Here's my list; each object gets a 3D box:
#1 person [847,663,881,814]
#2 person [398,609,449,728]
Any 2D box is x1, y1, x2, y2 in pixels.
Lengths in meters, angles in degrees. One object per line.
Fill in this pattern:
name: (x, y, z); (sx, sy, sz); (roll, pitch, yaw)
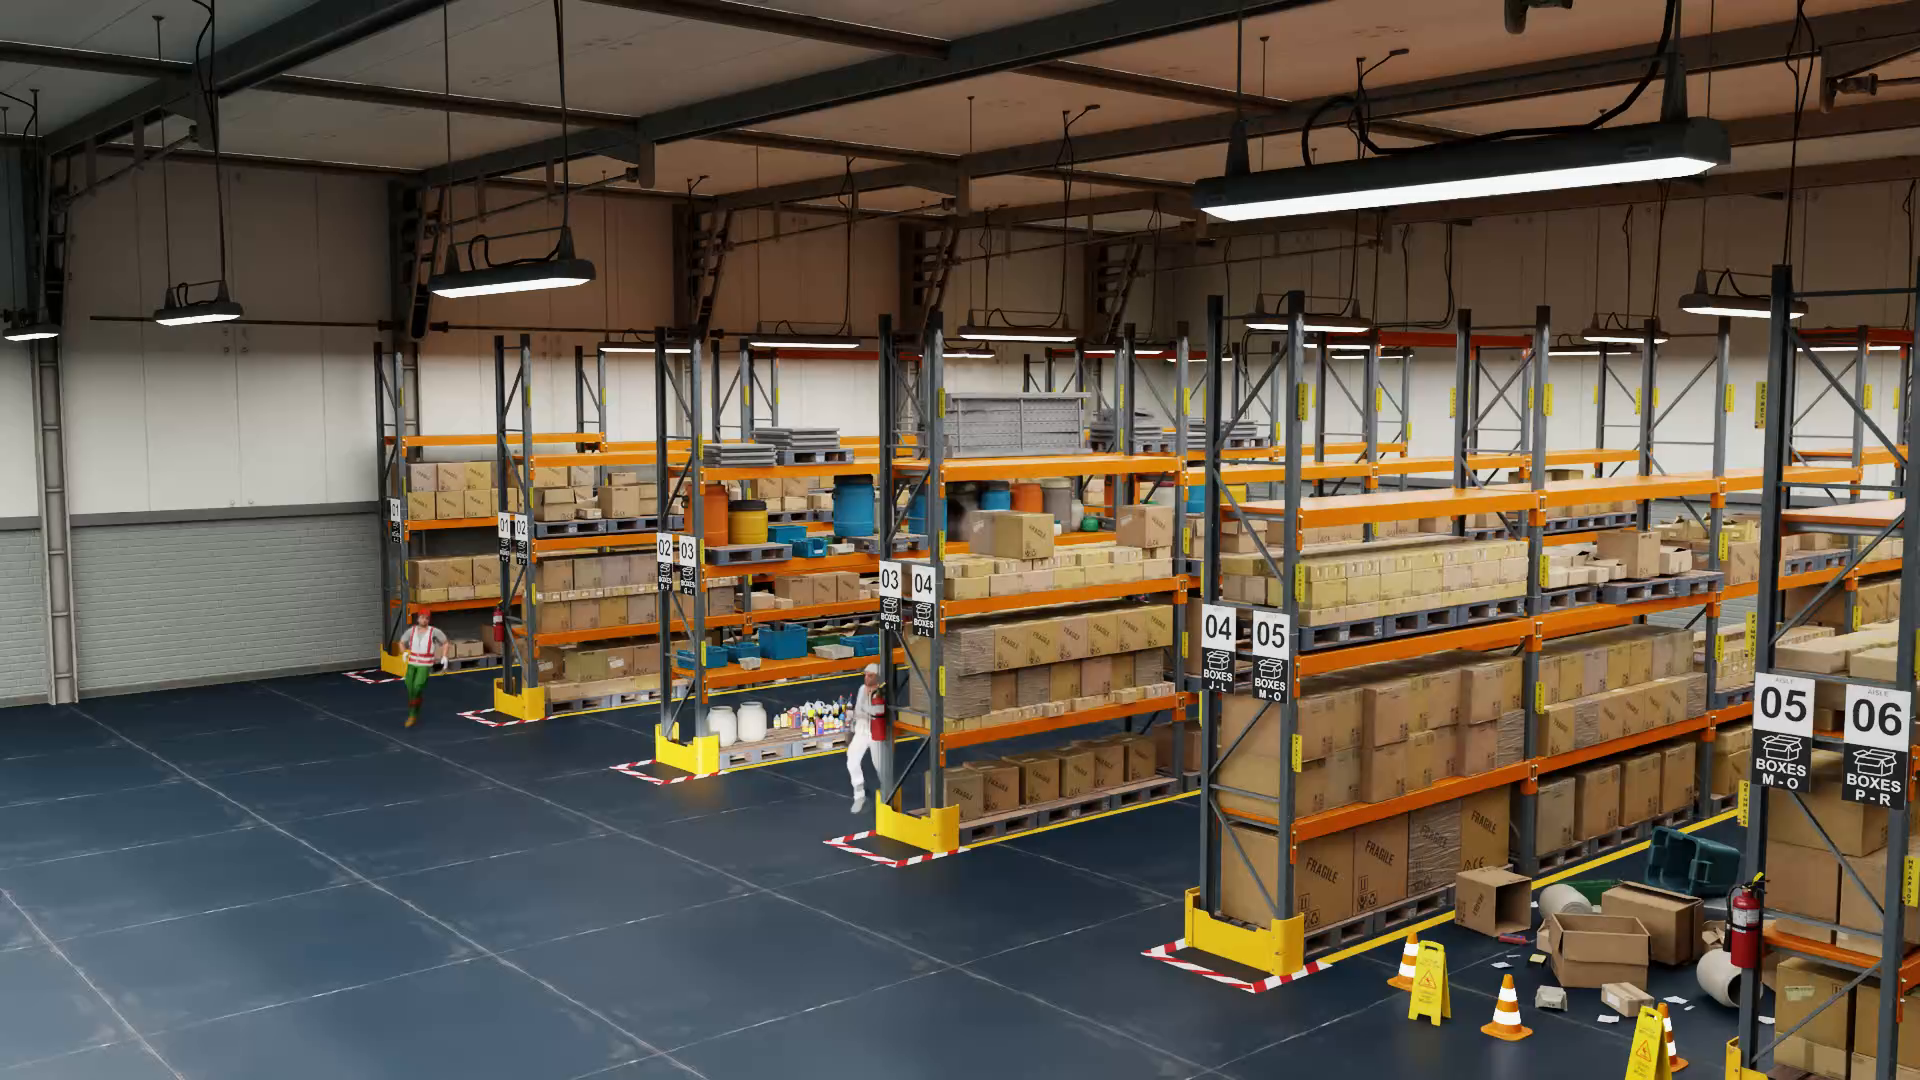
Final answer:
person: (-1.102, 2.423, 20.348); (0.641, 1.839, 0.761); (3, 6, 31)
person: (-8.299, 1.951, 25.614); (0.735, 1.788, 0.708); (0, 5, 4)
